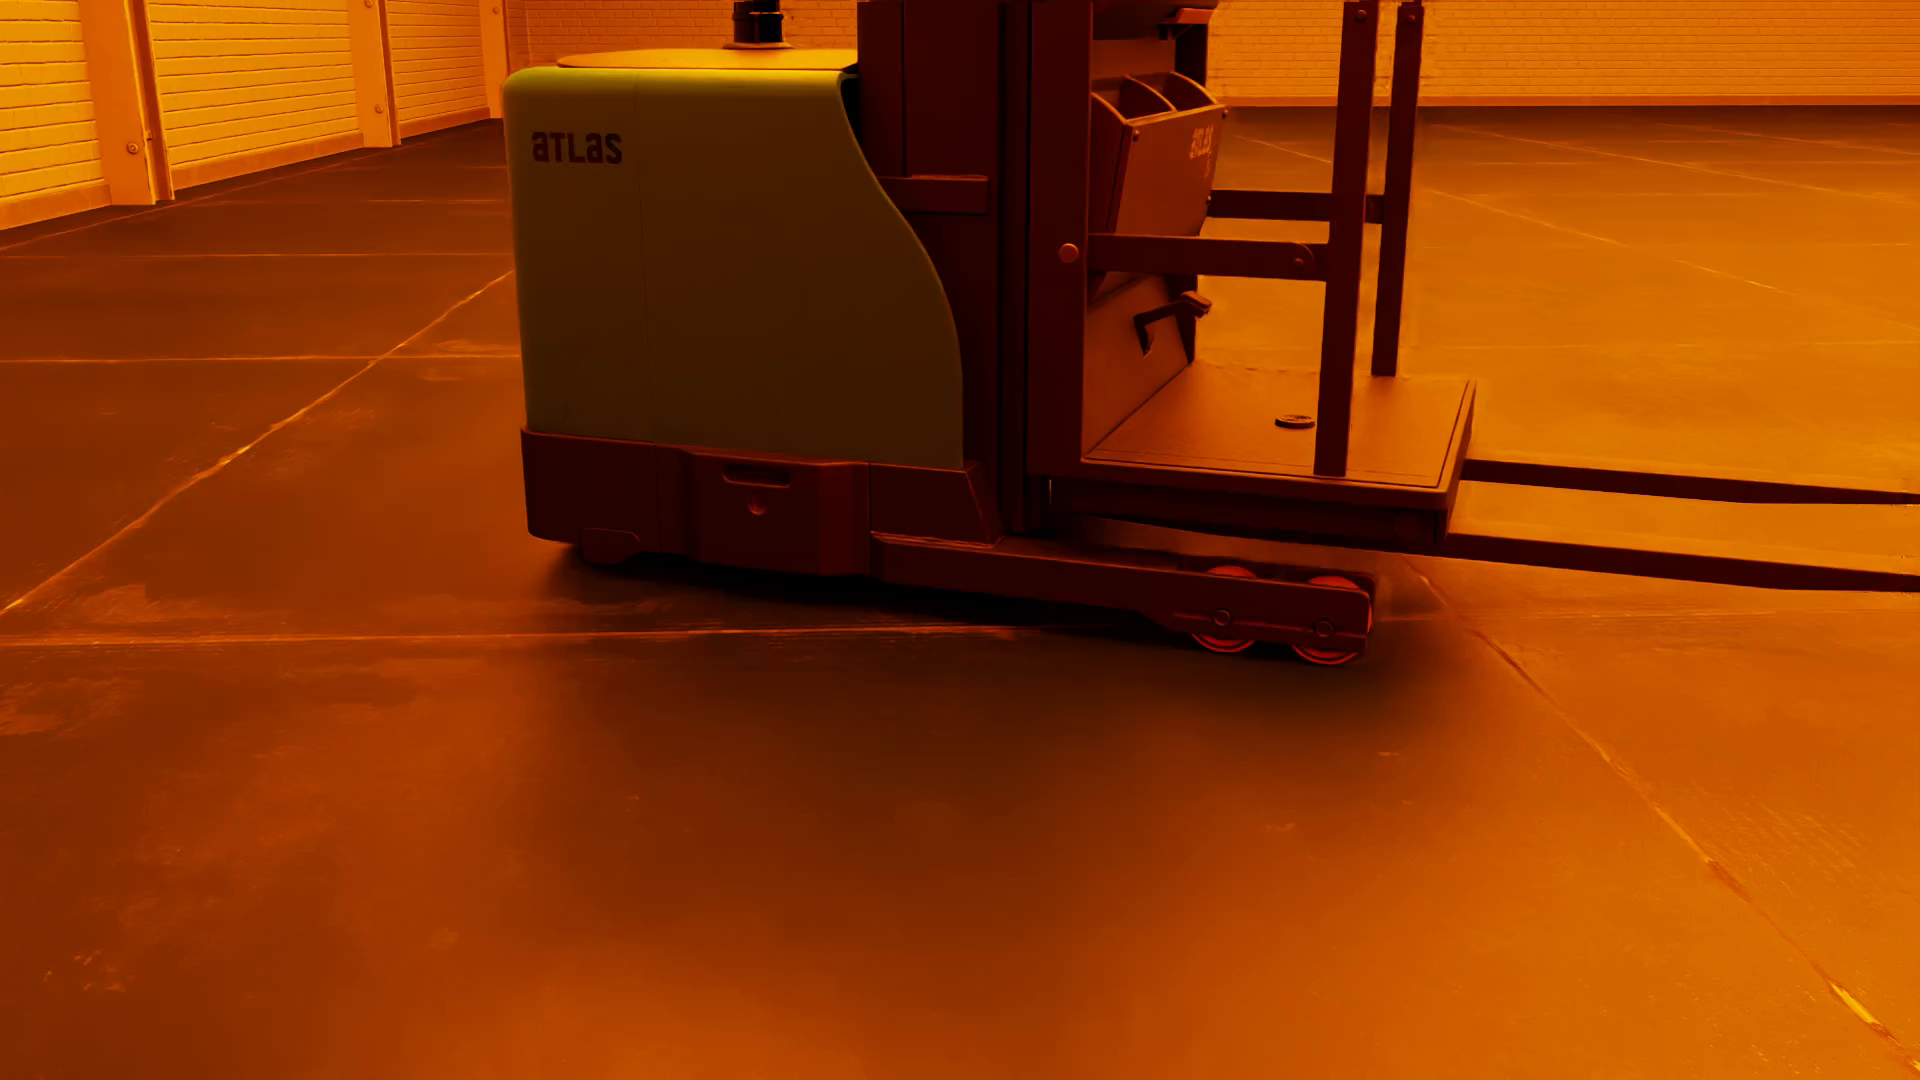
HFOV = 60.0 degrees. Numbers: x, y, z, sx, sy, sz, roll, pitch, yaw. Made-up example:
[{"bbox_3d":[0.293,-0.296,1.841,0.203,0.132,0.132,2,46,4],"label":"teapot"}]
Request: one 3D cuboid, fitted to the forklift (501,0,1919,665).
[{"bbox_3d":[0.600,-1.340,3.289,3.031,2.935,1.130,6,18,18],"label":"forklift"}]
